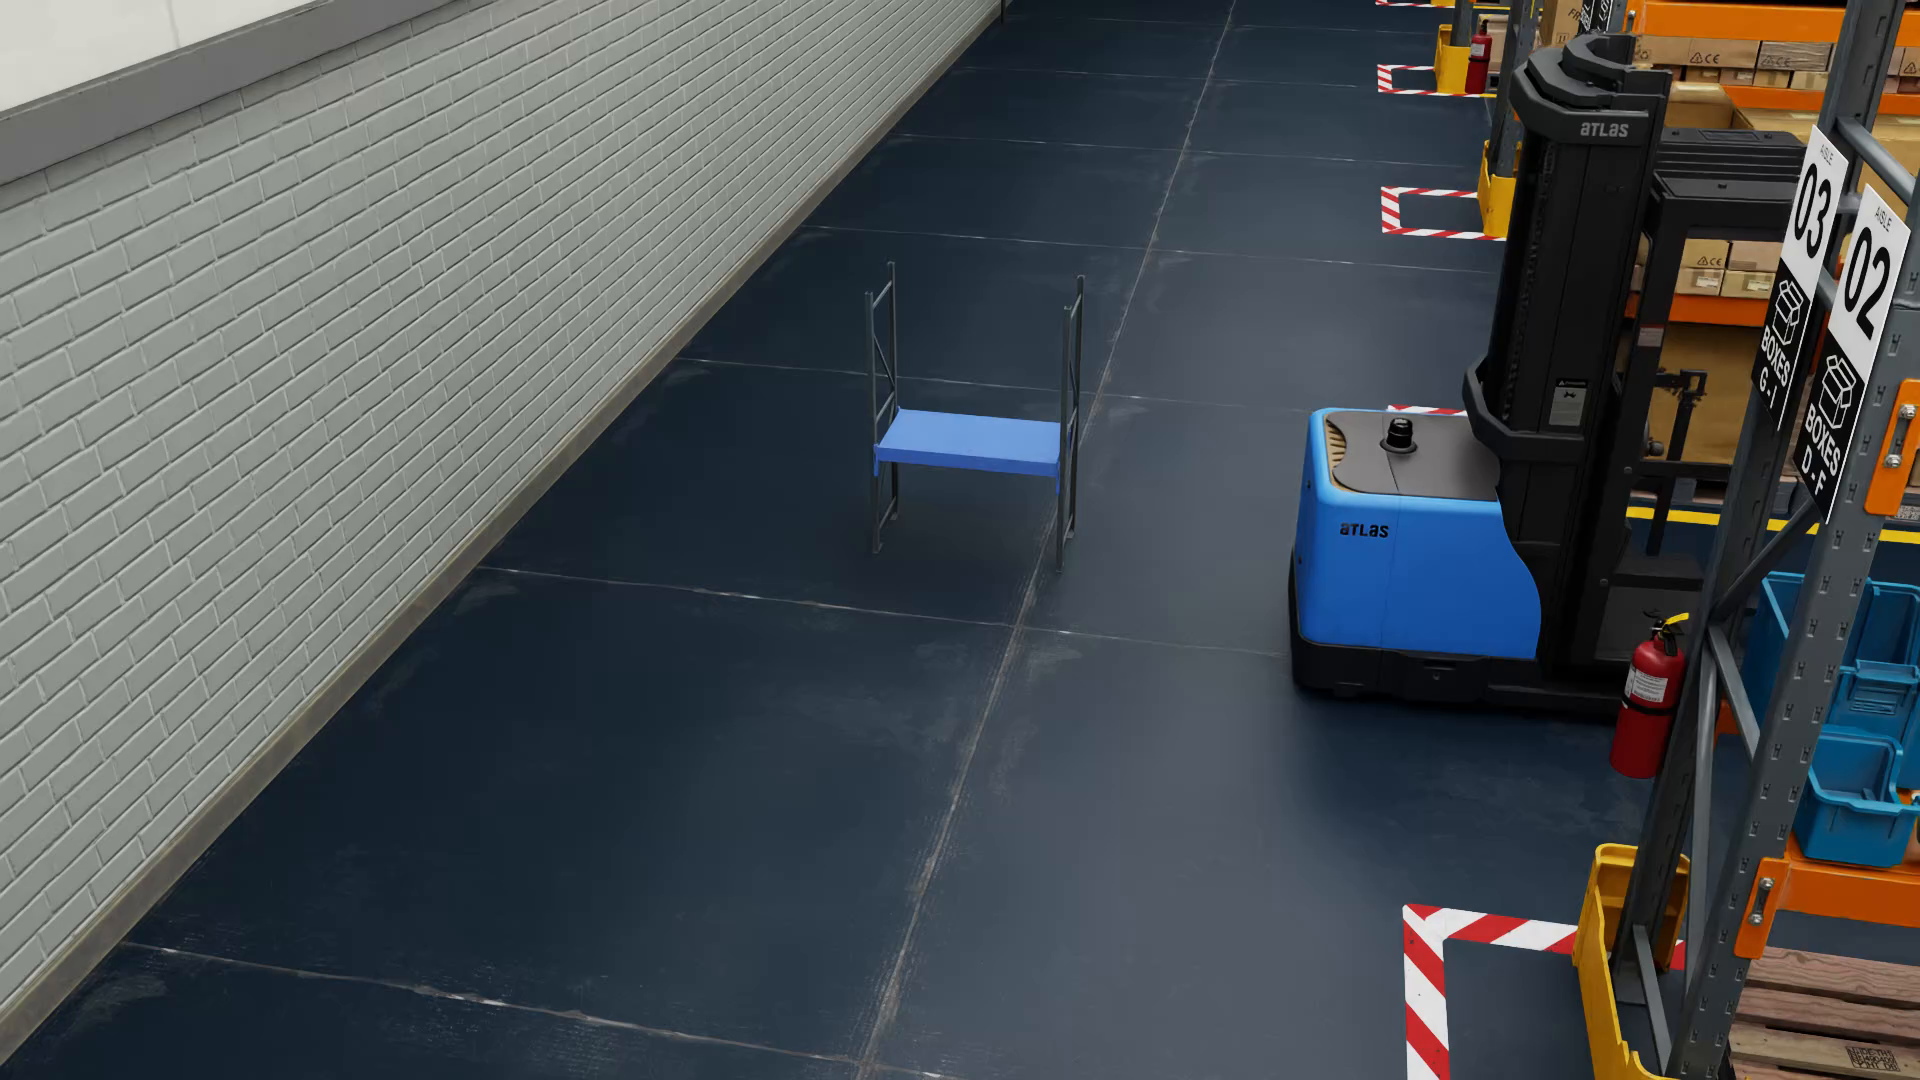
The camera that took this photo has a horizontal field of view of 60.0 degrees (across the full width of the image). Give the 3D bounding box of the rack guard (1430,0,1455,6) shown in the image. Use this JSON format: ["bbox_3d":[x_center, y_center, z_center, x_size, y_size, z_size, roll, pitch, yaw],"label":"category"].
[{"bbox_3d":[6.633,-7.679,22.755,0.348,0.500,1.175,6,29,11],"label":"rack guard"}]

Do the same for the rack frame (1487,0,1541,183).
[{"bbox_3d":[4.591,-4.116,13.645,0.127,3.000,1.000,6,29,11],"label":"rack frame"}]

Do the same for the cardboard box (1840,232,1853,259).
[{"bbox_3d":[4.870,-1.586,8.870,0.500,0.250,0.500,5,29,9],"label":"cardboard box"}]

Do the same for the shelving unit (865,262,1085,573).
[{"bbox_3d":[0.083,-0.649,8.874,1.048,1.500,0.538,6,29,11],"label":"shelving unit"}]

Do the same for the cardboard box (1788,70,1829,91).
[{"bbox_3d":[6.631,-3.647,13.049,0.250,0.149,0.380,6,29,12],"label":"cardboard box"}]

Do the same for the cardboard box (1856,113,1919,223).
[{"bbox_3d":[4.867,-1.917,8.693,0.500,0.500,0.500,5,29,9],"label":"cardboard box"}]

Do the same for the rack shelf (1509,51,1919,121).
[{"bbox_3d":[6.547,-3.600,13.452,4.000,0.370,1.077,6,29,11],"label":"rack shelf"}]

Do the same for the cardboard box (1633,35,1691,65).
[{"bbox_3d":[5.501,-4.074,13.155,0.500,0.500,0.500,6,29,11],"label":"cardboard box"}]

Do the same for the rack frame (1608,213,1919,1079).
[{"bbox_3d":[2.422,0.529,5.161,0.127,3.000,1.000,6,29,11],"label":"rack frame"}]

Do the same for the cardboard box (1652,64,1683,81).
[{"bbox_3d":[5.631,-3.800,13.329,0.250,0.149,0.380,7,30,13],"label":"cardboard box"}]

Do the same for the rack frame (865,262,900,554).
[{"bbox_3d":[-0.414,-0.700,8.967,0.032,1.500,0.500,6,29,11],"label":"rack frame"}]

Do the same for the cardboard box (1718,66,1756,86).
[{"bbox_3d":[6.127,-3.723,13.189,0.250,0.149,0.380,5,29,10],"label":"cardboard box"}]

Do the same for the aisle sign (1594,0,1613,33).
[{"bbox_3d":[3.324,-2.804,8.541,0.004,0.787,0.394,6,29,11],"label":"aisle sign"}]

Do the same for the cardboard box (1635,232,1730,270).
[{"bbox_3d":[3.870,-1.687,9.054,0.500,0.250,0.500,5,29,9],"label":"cardboard box"}]

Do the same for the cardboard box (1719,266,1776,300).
[{"bbox_3d":[4.237,-1.446,9.029,0.250,0.149,0.380,5,29,9],"label":"cardboard box"}]

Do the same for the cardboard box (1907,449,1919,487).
[{"bbox_3d":[5.860,-0.842,9.440,0.875,0.875,0.875,6,29,11],"label":"cardboard box"}]

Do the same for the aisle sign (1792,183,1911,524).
[{"bbox_3d":[2.290,-0.479,4.295,0.004,0.787,0.394,6,29,11],"label":"aisle sign"}]

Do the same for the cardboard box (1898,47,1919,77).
[{"bbox_3d":[7.464,-3.858,12.760,0.500,0.500,0.500,5,29,9],"label":"cardboard box"}]

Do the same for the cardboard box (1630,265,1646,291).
[{"bbox_3d":[3.735,-1.497,9.122,0.250,0.149,0.380,6,29,11],"label":"cardboard box"}]

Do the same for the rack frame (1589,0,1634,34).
[{"bbox_3d":[3.457,-1.797,9.409,0.127,3.000,1.000,6,29,11],"label":"rack frame"}]

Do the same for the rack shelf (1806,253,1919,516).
[{"bbox_3d":[4.378,-0.271,4.247,4.000,0.370,1.077,6,29,11],"label":"rack shelf"}]

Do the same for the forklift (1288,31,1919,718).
[{"bbox_3d":[3.148,-0.679,7.438,3.031,2.935,1.130,4,29,7],"label":"forklift"}]

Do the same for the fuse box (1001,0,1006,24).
[{"bbox_3d":[0.588,-7.413,21.008,0.414,1.711,0.539,6,29,11],"label":"fuse box"}]

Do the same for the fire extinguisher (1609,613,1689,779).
[{"bbox_3d":[2.370,0.498,5.686,0.183,0.674,0.296,6,29,11],"label":"fire extinguisher"}]

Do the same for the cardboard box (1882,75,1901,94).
[{"bbox_3d":[7.133,-3.604,12.971,0.250,0.149,0.380,5,29,8],"label":"cardboard box"}]

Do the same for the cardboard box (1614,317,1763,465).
[{"bbox_3d":[4.099,-1.023,9.770,0.875,0.875,0.875,6,29,11],"label":"cardboard box"}]

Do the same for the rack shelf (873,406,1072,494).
[{"bbox_3d":[0.083,-0.492,8.961,1.000,0.185,0.538,6,29,11],"label":"rack shelf"}]

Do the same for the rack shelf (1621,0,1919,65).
[{"bbox_3d":[5.413,-2.597,8.495,4.000,0.370,1.077,6,29,11],"label":"rack shelf"}]

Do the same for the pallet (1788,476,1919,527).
[{"bbox_3d":[5.445,-0.407,9.774,1.213,0.211,1.003,6,29,11],"label":"pallet"}]

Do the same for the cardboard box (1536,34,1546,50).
[{"bbox_3d":[4.969,-4.106,13.889,0.250,0.149,0.380,6,29,11],"label":"cardboard box"}]

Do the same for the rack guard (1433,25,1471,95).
[{"bbox_3d":[5.503,-5.357,18.515,0.348,0.500,1.175,6,29,11],"label":"rack guard"}]

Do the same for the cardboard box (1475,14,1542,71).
[{"bbox_3d":[6.193,-5.492,18.390,0.875,0.438,0.875,5,29,9],"label":"cardboard box"}]

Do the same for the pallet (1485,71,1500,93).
[{"bbox_3d":[6.325,-5.185,18.501,1.213,0.211,1.003,6,29,11],"label":"pallet"}]

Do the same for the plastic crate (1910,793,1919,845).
[{"bbox_3d":[2.892,0.869,4.752,0.298,0.136,0.250,6,29,11],"label":"plastic crate"}]

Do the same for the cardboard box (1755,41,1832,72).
[{"bbox_3d":[6.478,-3.971,12.966,0.500,0.500,0.500,5,29,9],"label":"cardboard box"}]
